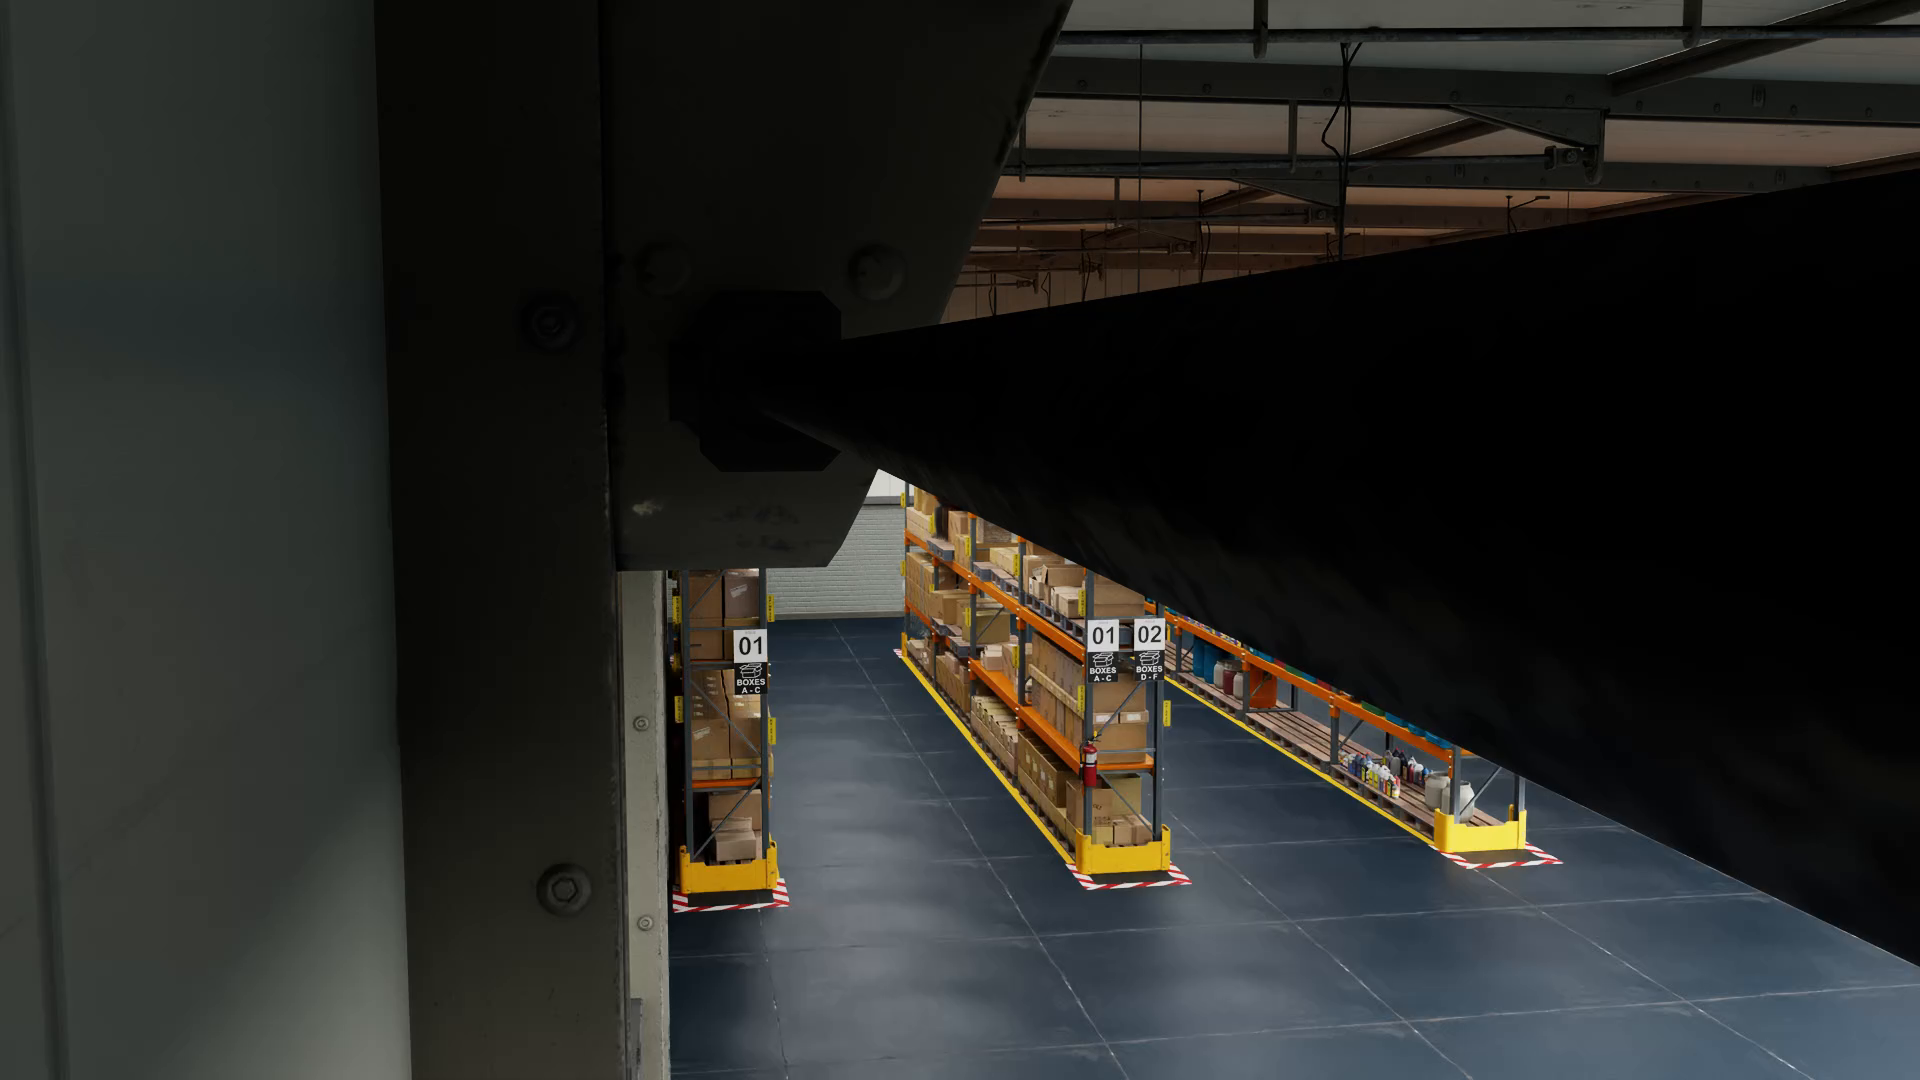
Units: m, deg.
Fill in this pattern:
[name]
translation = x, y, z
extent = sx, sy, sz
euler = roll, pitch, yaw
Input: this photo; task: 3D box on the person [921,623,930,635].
[person]
translation = -0.692, 1.558, 38.808
extent = 0.611, 1.623, 0.966
euler = -3, 7, -28
